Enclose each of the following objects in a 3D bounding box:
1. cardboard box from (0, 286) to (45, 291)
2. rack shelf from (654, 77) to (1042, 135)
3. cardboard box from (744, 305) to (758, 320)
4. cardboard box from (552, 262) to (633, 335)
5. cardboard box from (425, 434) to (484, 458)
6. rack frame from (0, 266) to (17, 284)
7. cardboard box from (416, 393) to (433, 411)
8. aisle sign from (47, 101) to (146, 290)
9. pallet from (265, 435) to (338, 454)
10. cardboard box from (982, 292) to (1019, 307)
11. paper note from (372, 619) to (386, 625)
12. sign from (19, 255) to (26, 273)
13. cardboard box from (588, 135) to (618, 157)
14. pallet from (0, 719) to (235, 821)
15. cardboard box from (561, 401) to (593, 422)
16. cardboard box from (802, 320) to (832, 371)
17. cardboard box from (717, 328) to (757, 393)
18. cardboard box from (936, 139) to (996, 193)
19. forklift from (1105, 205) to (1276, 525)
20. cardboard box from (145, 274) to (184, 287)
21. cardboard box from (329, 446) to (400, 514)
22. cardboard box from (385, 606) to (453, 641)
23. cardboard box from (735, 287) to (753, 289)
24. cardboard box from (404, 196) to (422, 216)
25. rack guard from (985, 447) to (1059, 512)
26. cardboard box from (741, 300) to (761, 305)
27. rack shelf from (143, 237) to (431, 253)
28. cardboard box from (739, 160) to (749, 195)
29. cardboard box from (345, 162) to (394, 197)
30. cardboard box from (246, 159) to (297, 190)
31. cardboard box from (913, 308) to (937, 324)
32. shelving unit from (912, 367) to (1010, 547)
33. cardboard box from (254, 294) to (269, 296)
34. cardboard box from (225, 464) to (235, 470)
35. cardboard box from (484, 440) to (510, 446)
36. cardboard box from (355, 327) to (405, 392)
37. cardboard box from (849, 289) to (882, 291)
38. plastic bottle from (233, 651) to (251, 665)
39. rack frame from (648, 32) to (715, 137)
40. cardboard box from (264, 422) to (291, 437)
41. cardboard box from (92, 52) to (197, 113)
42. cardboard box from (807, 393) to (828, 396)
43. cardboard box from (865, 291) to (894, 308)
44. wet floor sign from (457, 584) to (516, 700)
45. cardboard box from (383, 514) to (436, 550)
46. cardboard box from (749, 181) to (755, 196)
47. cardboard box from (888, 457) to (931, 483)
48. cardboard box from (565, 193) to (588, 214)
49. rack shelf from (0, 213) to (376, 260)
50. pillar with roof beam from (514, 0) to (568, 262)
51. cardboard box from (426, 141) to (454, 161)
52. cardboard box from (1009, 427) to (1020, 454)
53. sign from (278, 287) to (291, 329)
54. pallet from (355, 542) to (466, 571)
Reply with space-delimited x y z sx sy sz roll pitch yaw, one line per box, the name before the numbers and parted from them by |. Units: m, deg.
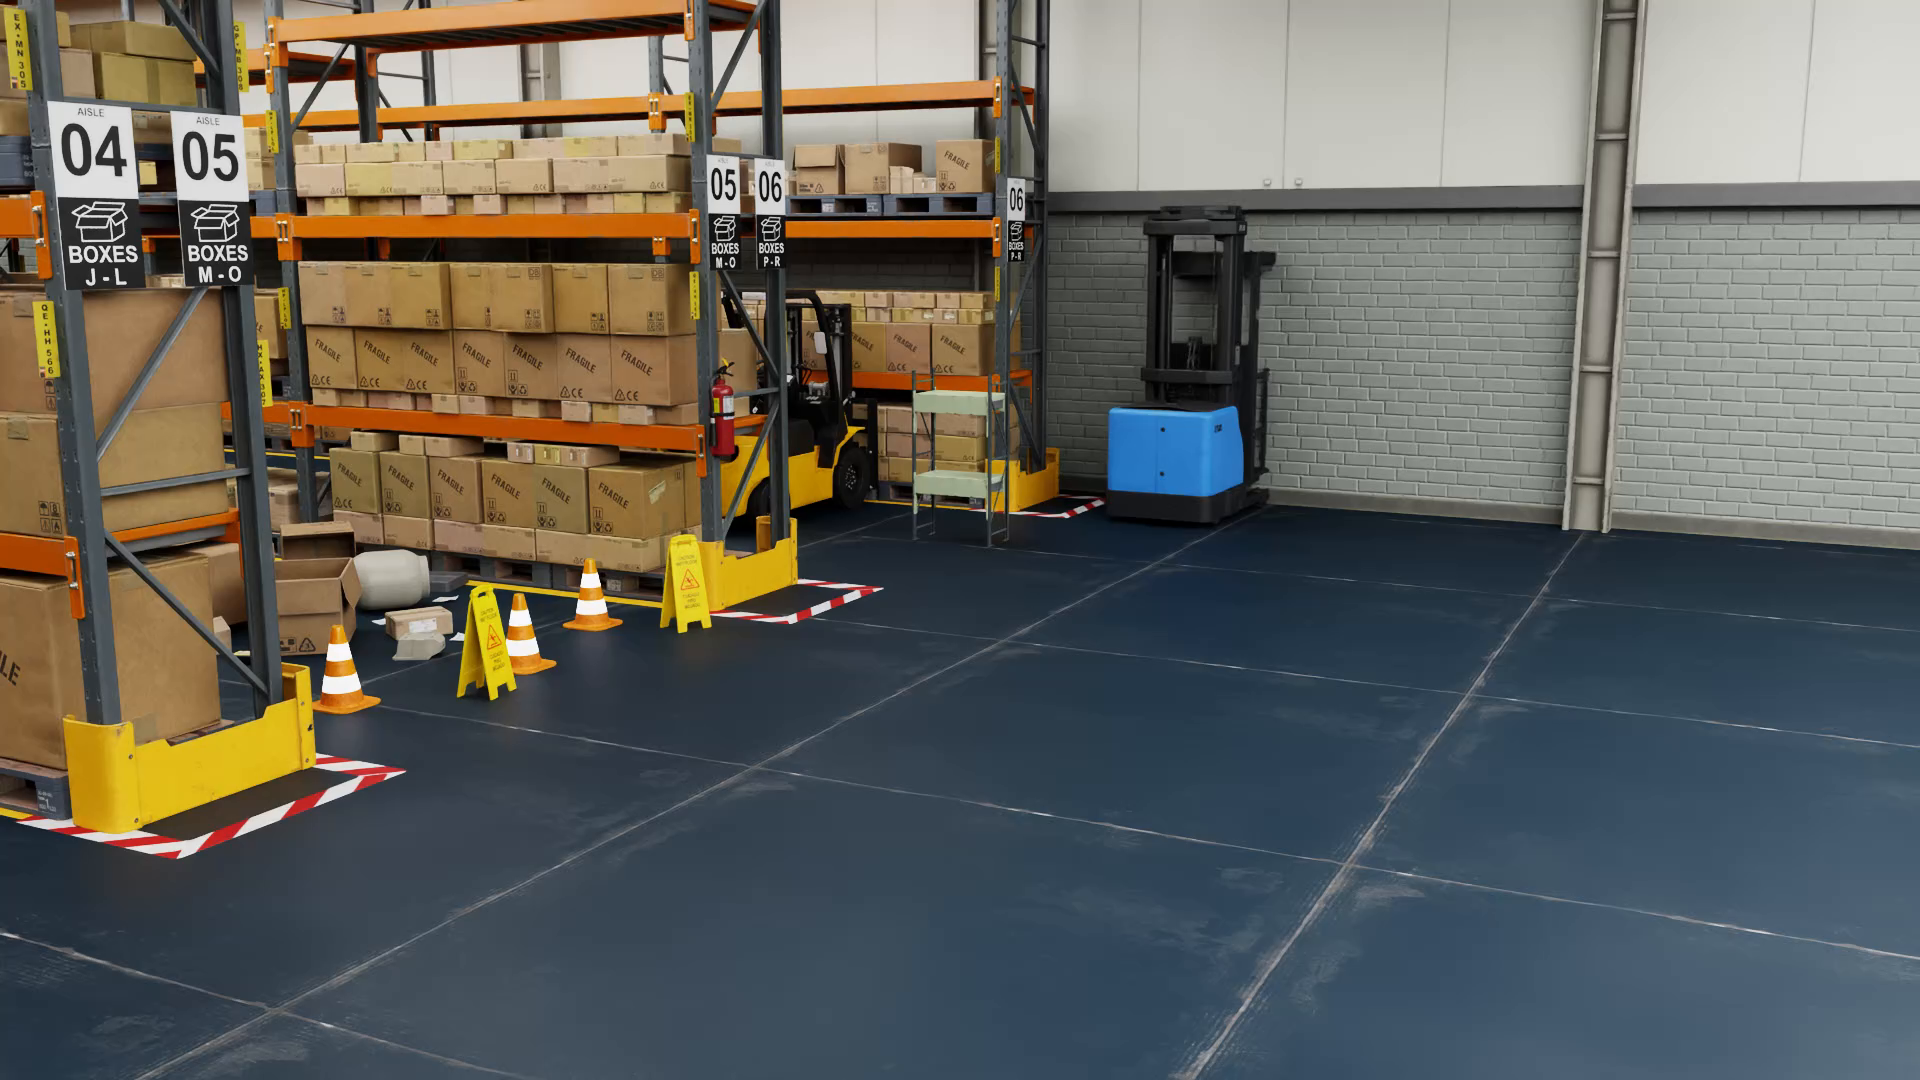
cardboard box | -4.530 -0.932 8.006 0.550 0.550 0.875 5 11 26
rack shelf | -1.181 -4.414 16.992 4.000 0.370 1.077 5 11 26
cardboard box | -2.138 -2.404 17.487 0.250 0.149 0.380 5 12 27
cardboard box | -2.586 -1.796 12.307 0.500 0.500 0.700 5 11 26
cardboard box | -3.968 -0.749 13.059 0.250 0.149 0.380 6 12 29
rack frame | -8.755 -1.692 15.657 0.127 3.000 1.000 5 11 26
cardboard box | -4.066 -1.109 13.138 0.250 0.149 0.380 5 11 26
aisle sign | -3.749 -1.489 7.235 0.004 0.787 0.394 5 11 26
pallet | -8.304 -1.274 21.178 1.213 0.211 1.003 5 11 26
cardboard box | 0.406 -2.430 16.798 0.250 0.149 0.380 5 11 25
paper note | -4.004 0.557 11.597 0.148 0.019 0.142 -10 14 -43
sign | -13.472 -3.928 23.872 0.005 0.325 0.100 5 11 26
cardboard box | -2.465 -2.830 11.986 0.250 0.149 0.380 5 11 25
pallet | -4.432 1.058 8.290 1.213 0.211 1.003 5 11 26
cardboard box | -2.751 -0.975 12.399 0.250 0.149 0.380 5 12 27
cardboard box | -1.321 -2.021 17.196 0.500 0.500 0.500 5 11 26
cardboard box | -1.882 -1.339 12.590 0.500 0.500 0.500 5 11 25
cardboard box | 0.108 -3.632 16.211 0.500 0.500 0.500 5 12 28
forklift | 2.480 -1.806 16.477 1.130 2.935 3.031 5 11 26
cardboard box | -7.163 -2.330 15.064 0.250 0.149 0.380 4 11 23
cardboard box | -4.758 -0.510 13.561 0.500 0.500 0.500 6 12 29
cardboard box | -3.649 0.560 11.216 0.380 0.149 0.250 -7 12 -33
cardboard box | -2.348 -2.681 18.186 0.250 0.149 0.380 5 11 24
cardboard box | -4.074 -2.585 12.875 0.250 0.149 0.380 5 11 24
rack guard | 0.634 -0.623 16.768 0.348 0.500 1.175 5 11 26
cardboard box | -2.127 -2.551 17.464 0.250 0.149 0.380 5 12 27
rack shelf | -8.355 -3.765 20.707 4.000 0.370 1.077 5 11 26
cardboard box | -1.913 -2.693 12.348 0.500 0.250 0.500 5 11 25
cardboard box | -4.427 -2.808 12.986 0.500 0.250 0.500 5 11 25
cardboard box | -5.755 -3.009 13.751 0.500 0.250 0.500 5 11 25
cardboard box | -0.270 -2.251 16.645 0.250 0.149 0.380 5 12 27
shelving unit | 0.006 -0.737 14.594 0.755 1.500 0.431 5 11 26
cardboard box | -6.128 -1.818 14.056 0.500 0.500 0.500 5 11 26
cardboard box | -6.909 -0.442 14.950 0.625 0.372 0.950 5 12 28
cardboard box | -4.061 -0.556 13.816 0.500 0.500 0.500 5 12 27
cardboard box | -4.436 -1.458 13.245 0.500 0.500 0.500 5 11 26
cardboard box | -0.968 -2.557 17.496 0.250 0.149 0.380 5 11 26
plastic bottle | -4.501 0.741 10.465 0.283 0.061 0.133 1 10 6
rack frame | -2.974 -5.122 17.763 0.127 3.000 1.000 5 11 26
cardboard box | -8.425 -1.581 20.881 0.500 0.500 0.500 5 11 24
cardboard box | -3.999 -2.147 7.872 0.500 0.250 0.500 5 11 26
cardboard box | -1.539 -1.428 17.933 0.500 0.250 0.500 5 11 26
cardboard box | -0.756 -2.429 16.792 0.250 0.149 0.380 5 12 27
wet floor sign | -2.778 0.581 9.706 0.232 0.644 0.267 3 11 16
cardboard box | -4.274 -0.101 13.406 0.500 0.250 0.500 6 12 29
cardboard box | -2.017 -3.634 17.209 0.250 0.149 0.380 5 12 28
cardboard box | -0.390 -0.736 16.914 0.500 0.250 0.500 5 11 26
cardboard box | -2.683 -2.469 12.232 0.250 0.149 0.380 5 11 26
rack shelf | -6.961 -2.657 14.584 4.000 0.370 1.077 5 11 26
pillar with roof beam | -6.898 -4.791 15.934 0.400 9.000 9.100 5 11 26
cardboard box | -3.837 -2.951 12.656 0.250 0.149 0.380 5 11 25
cardboard box | 0.283 -1.025 17.107 0.500 0.250 0.500 5 12 27
sign | -5.410 -1.858 13.321 0.005 0.325 0.100 5 11 26
pallet | -4.549 0.042 13.903 1.213 0.211 1.003 5 11 26
